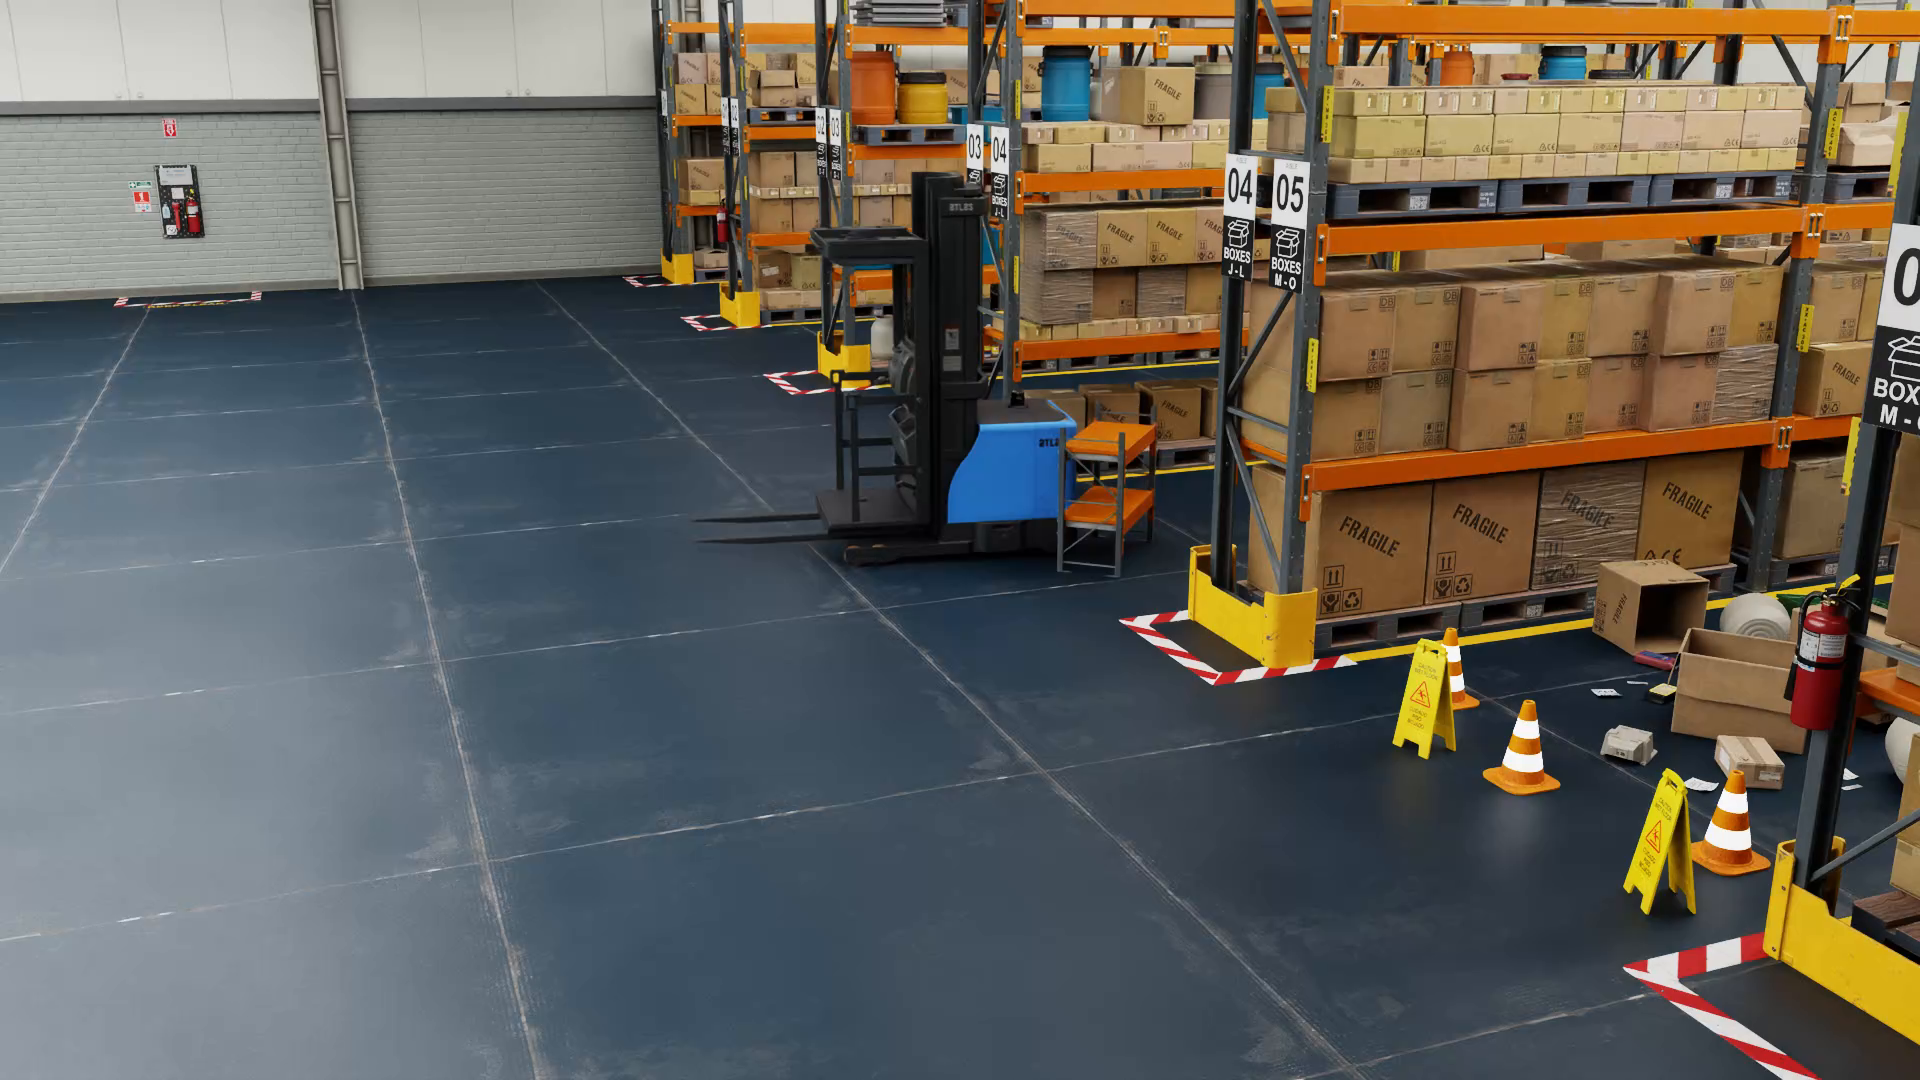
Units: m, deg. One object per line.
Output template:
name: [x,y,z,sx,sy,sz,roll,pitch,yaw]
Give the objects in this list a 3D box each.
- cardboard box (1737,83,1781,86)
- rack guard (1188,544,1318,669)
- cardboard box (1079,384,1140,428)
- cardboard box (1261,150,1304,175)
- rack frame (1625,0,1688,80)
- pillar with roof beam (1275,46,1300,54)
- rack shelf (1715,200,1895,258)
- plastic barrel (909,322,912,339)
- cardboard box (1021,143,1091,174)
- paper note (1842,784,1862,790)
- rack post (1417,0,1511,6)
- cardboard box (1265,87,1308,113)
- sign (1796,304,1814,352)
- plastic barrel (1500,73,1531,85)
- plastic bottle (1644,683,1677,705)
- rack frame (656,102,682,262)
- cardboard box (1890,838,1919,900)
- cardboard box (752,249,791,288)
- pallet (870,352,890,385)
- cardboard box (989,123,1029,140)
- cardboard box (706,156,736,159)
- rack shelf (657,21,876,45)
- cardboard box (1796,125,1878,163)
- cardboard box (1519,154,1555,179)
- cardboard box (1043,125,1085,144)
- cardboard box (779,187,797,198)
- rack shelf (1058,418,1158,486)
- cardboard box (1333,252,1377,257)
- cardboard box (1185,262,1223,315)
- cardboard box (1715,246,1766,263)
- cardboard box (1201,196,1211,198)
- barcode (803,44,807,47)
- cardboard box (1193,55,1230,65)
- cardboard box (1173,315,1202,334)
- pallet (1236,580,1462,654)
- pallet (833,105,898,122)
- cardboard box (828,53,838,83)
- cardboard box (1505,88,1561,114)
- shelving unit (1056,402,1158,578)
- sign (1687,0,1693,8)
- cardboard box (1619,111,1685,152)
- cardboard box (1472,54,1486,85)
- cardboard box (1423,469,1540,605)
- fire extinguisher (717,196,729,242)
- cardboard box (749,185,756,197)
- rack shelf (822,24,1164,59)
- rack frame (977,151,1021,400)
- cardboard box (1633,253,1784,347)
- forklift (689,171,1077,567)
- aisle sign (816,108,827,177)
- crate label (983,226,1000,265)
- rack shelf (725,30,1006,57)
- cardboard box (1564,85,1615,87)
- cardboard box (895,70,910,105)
cardboard box: [8.317,-4.665,17.908,0.637,0.503,0.797,-5,17,-17]
rack guard: [1.961,0.429,11.249,0.348,0.500,1.175,-6,17,-20]
cardboard box: [1.438,-1.218,16.112,0.500,0.500,0.500,-2,16,-6]
cardboard box: [2.172,-2.463,10.863,0.250,0.149,0.380,-6,17,-20]
rack frame: [9.736,-7.479,23.096,0.127,3.000,1.000,-6,17,-20]
pillar with roof beam: [8.076,-9.251,29.131,0.400,9.000,9.100,-6,17,-20]
rack shelf: [7.586,-2.472,12.644,4.000,0.370,1.077,-6,17,-20]
plastic barrel: [-0.414,-2.536,20.579,0.421,0.512,0.421,0,16,0]
cardboard box: [0.845,-3.436,14.916,0.500,0.250,0.500,-6,17,-18]
paper note: [4.835,1.341,9.015,0.123,0.001,0.032,-6,17,-20]
rack post: [6.663,-7.123,22.019,0.937,0.300,0.954,-6,17,-20]
cardboard box: [2.176,-2.847,10.752,0.250,0.149,0.380,-6,17,-20]
sign: [5.918,-1.483,11.649,0.005,0.325,0.100,-6,17,-20]
plastic barrel: [7.602,-6.122,22.811,0.433,0.535,0.433,0,16,0]
plastic bottle: [4.362,0.942,10.281,0.283,0.061,0.133,-14,21,-39]
rack frame: [-5.015,-5.997,28.698,0.127,3.000,1.000,-6,17,-20]
cardboard box: [4.530,1.483,7.360,0.500,0.250,0.500,-6,17,-20]
cardboard box: [-2.844,-4.069,24.934,0.500,0.500,0.500,-6,17,-20]
pallet: [-0.655,-2.153,20.557,1.213,0.211,1.003,-6,17,-20]
cardboard box: [0.450,-3.756,15.301,0.250,0.149,0.380,-6,17,-20]
cardboard box: [-4.177,-6.446,29.127,0.500,0.500,0.500,-6,17,-19]
rack shelf: [-3.147,-8.731,28.641,4.000,0.370,1.077,-6,17,-20]
cardboard box: [6.321,-2.906,12.190,0.500,0.250,0.500,-6,17,-19]
cardboard box: [3.596,-2.418,10.708,0.250,0.149,0.380,-6,18,-20]
cardboard box: [0.919,-3.614,14.816,0.250,0.149,0.380,-6,17,-19]
cardboard box: [-2.549,-5.064,24.190,0.250,0.149,0.380,-7,18,-22]
rack shelf: [1.159,-0.694,12.927,0.538,0.278,1.000,6,17,19]
cardboard box: [3.716,-3.044,16.159,0.500,0.500,0.500,-6,17,-20]
cardboard box: [2.204,-2.495,16.065,0.500,0.500,0.875,-6,17,-20]
cardboard box: [8.324,-2.920,18.039,0.500,0.500,0.500,-6,17,-18]
cardboard box: [3.877,-5.433,26.934,0.500,0.311,0.500,-5,17,-17]
barcode: [-2.731,-8.724,29.289,0.075,0.075,0.001,-6,17,-20]
cardboard box: [4.812,-9.152,31.826,0.500,0.250,0.500,-7,18,-22]
cardboard box: [2.090,-2.059,15.732,0.250,0.149,0.380,-6,17,-20]
pallet: [2.702,0.464,11.643,1.213,0.211,1.003,-6,17,-20]
pallet: [-1.428,-6.280,24.493,1.213,0.211,1.003,-6,17,-20]
cardboard box: [-2.161,-8.197,28.877,0.500,0.500,0.500,-5,17,-17]
cardboard box: [3.596,-2.801,10.597,0.250,0.149,0.380,-6,18,-21]
shelving unit: [1.159,-0.413,13.009,0.538,1.125,1.048,6,17,19]
sign: [9.931,-7.234,22.632,0.005,0.325,0.100,-6,17,-20]
cardboard box: [4.411,-2.717,11.020,0.500,0.250,0.500,-6,18,-21]
cardboard box: [8.407,-7.930,28.004,0.500,0.500,0.700,-6,17,-20]
cardboard box: [3.414,-0.130,11.741,0.875,0.875,0.875,-6,18,-21]
fire extinguisher: [-3.515,-4.768,24.647,0.183,0.674,0.296,-6,17,-20]
cardboard box: [-2.950,-5.142,24.457,0.250,0.149,0.380,-6,18,-21]
rack shelf: [0.398,-5.934,19.821,4.000,0.370,1.077,-6,17,-20]
rack frame: [0.303,-2.088,15.384,0.127,3.000,1.000,-6,17,-20]
cardboard box: [5.362,-1.738,12.009,0.550,0.550,0.875,-6,17,-20]
forklift: [-0.637,-1.356,13.013,3.031,2.935,1.130,-3,17,-10]
aisle sign: [-1.643,-4.709,19.697,0.004,0.787,0.394,-6,17,-20]
crate label: [0.152,-3.665,20.691,0.616,0.435,0.502,-6,17,-20]
rack shelf: [-1.371,-7.238,24.260,4.000,0.370,1.077,-6,17,-20]
cardboard box: [4.305,-3.076,11.533,0.250,0.149,0.380,-6,17,-19]
cardboard box: [-1.086,-6.722,24.666,0.637,0.503,0.797,-4,17,-14]
